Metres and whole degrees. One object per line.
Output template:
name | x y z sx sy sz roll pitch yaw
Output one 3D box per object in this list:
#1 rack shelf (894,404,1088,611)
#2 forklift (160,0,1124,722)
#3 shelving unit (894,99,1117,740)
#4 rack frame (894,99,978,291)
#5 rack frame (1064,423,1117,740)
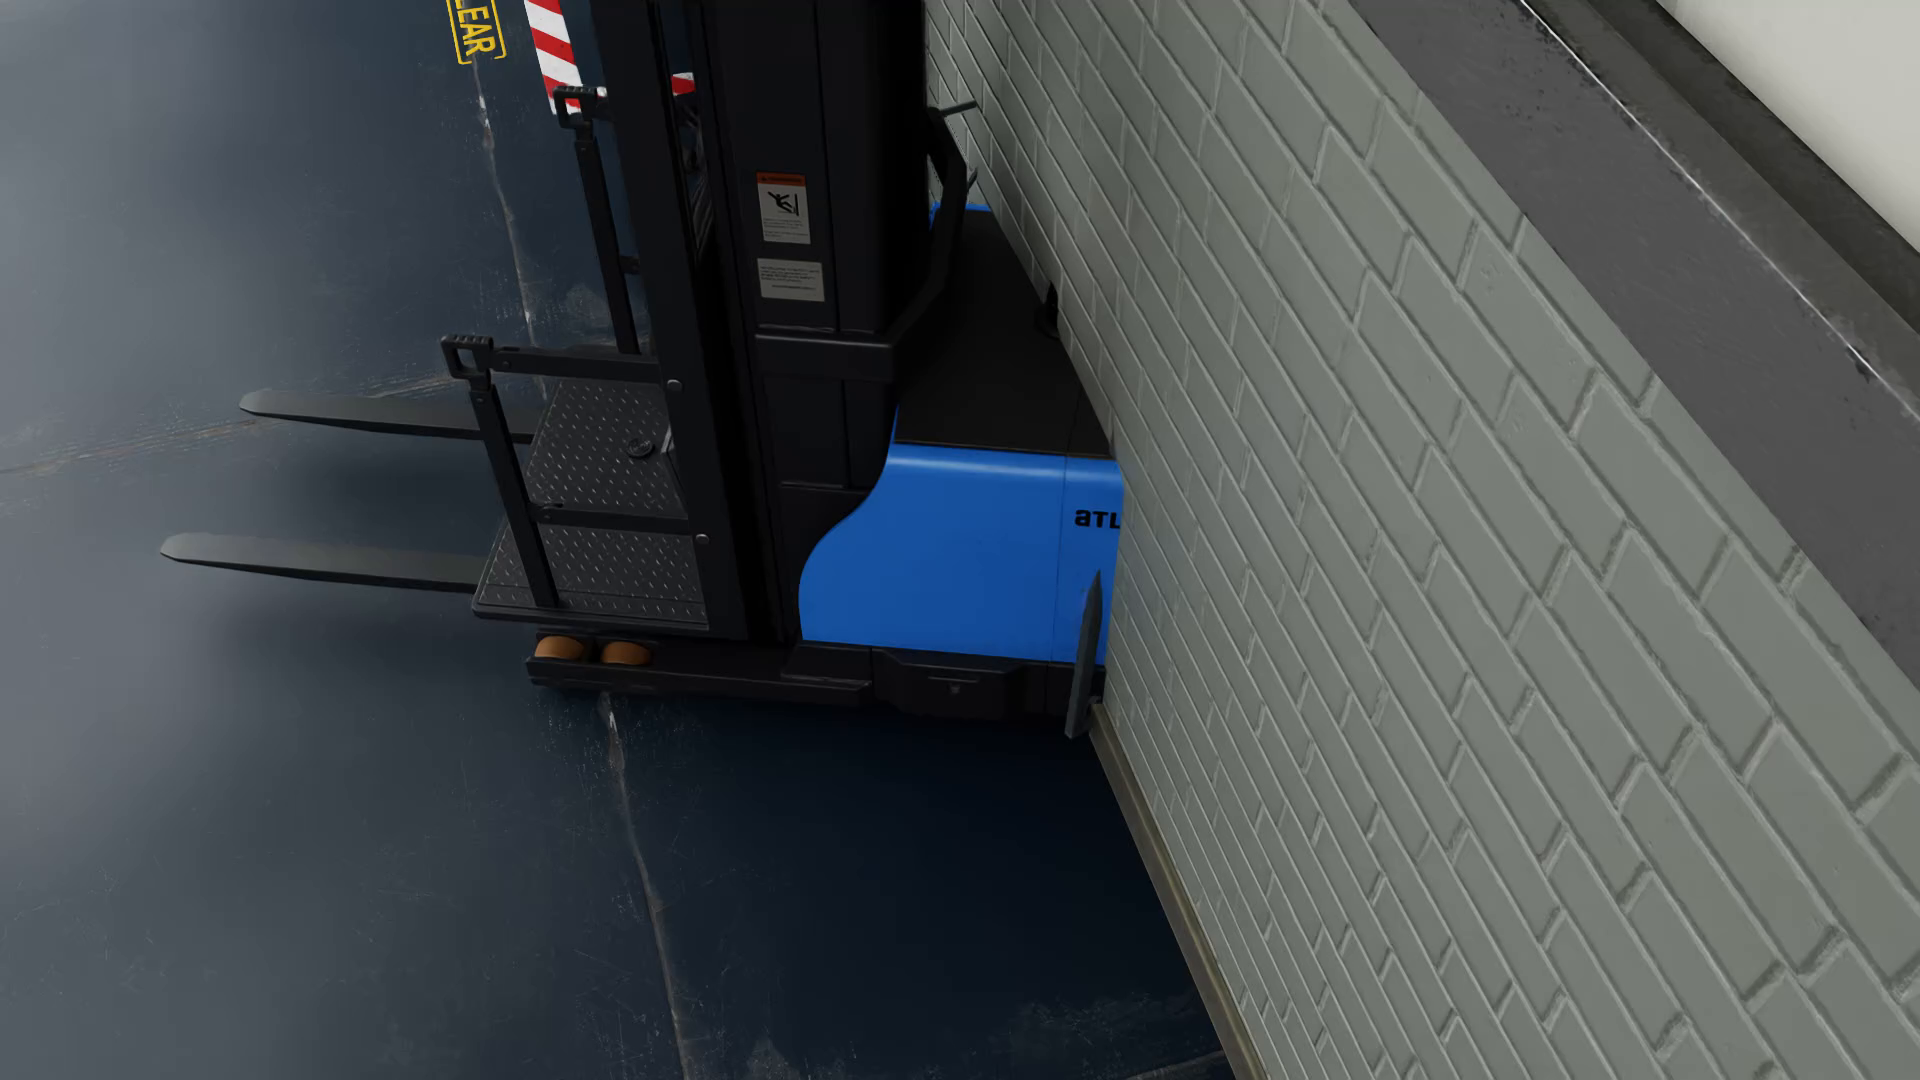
rack shelf | 0.228 -0.249 4.705 0.538 0.185 1.000 -24 49 -30
forklift | -0.833 -0.893 4.086 3.031 2.935 1.130 5 50 4
shelving unit | 0.240 -0.384 4.588 0.538 1.500 1.048 -24 49 -30
rack frame | -0.069 -0.664 4.878 0.500 1.500 0.032 -24 49 -30
rack frame | 0.549 -0.104 4.297 0.500 1.500 0.032 -24 49 -30
